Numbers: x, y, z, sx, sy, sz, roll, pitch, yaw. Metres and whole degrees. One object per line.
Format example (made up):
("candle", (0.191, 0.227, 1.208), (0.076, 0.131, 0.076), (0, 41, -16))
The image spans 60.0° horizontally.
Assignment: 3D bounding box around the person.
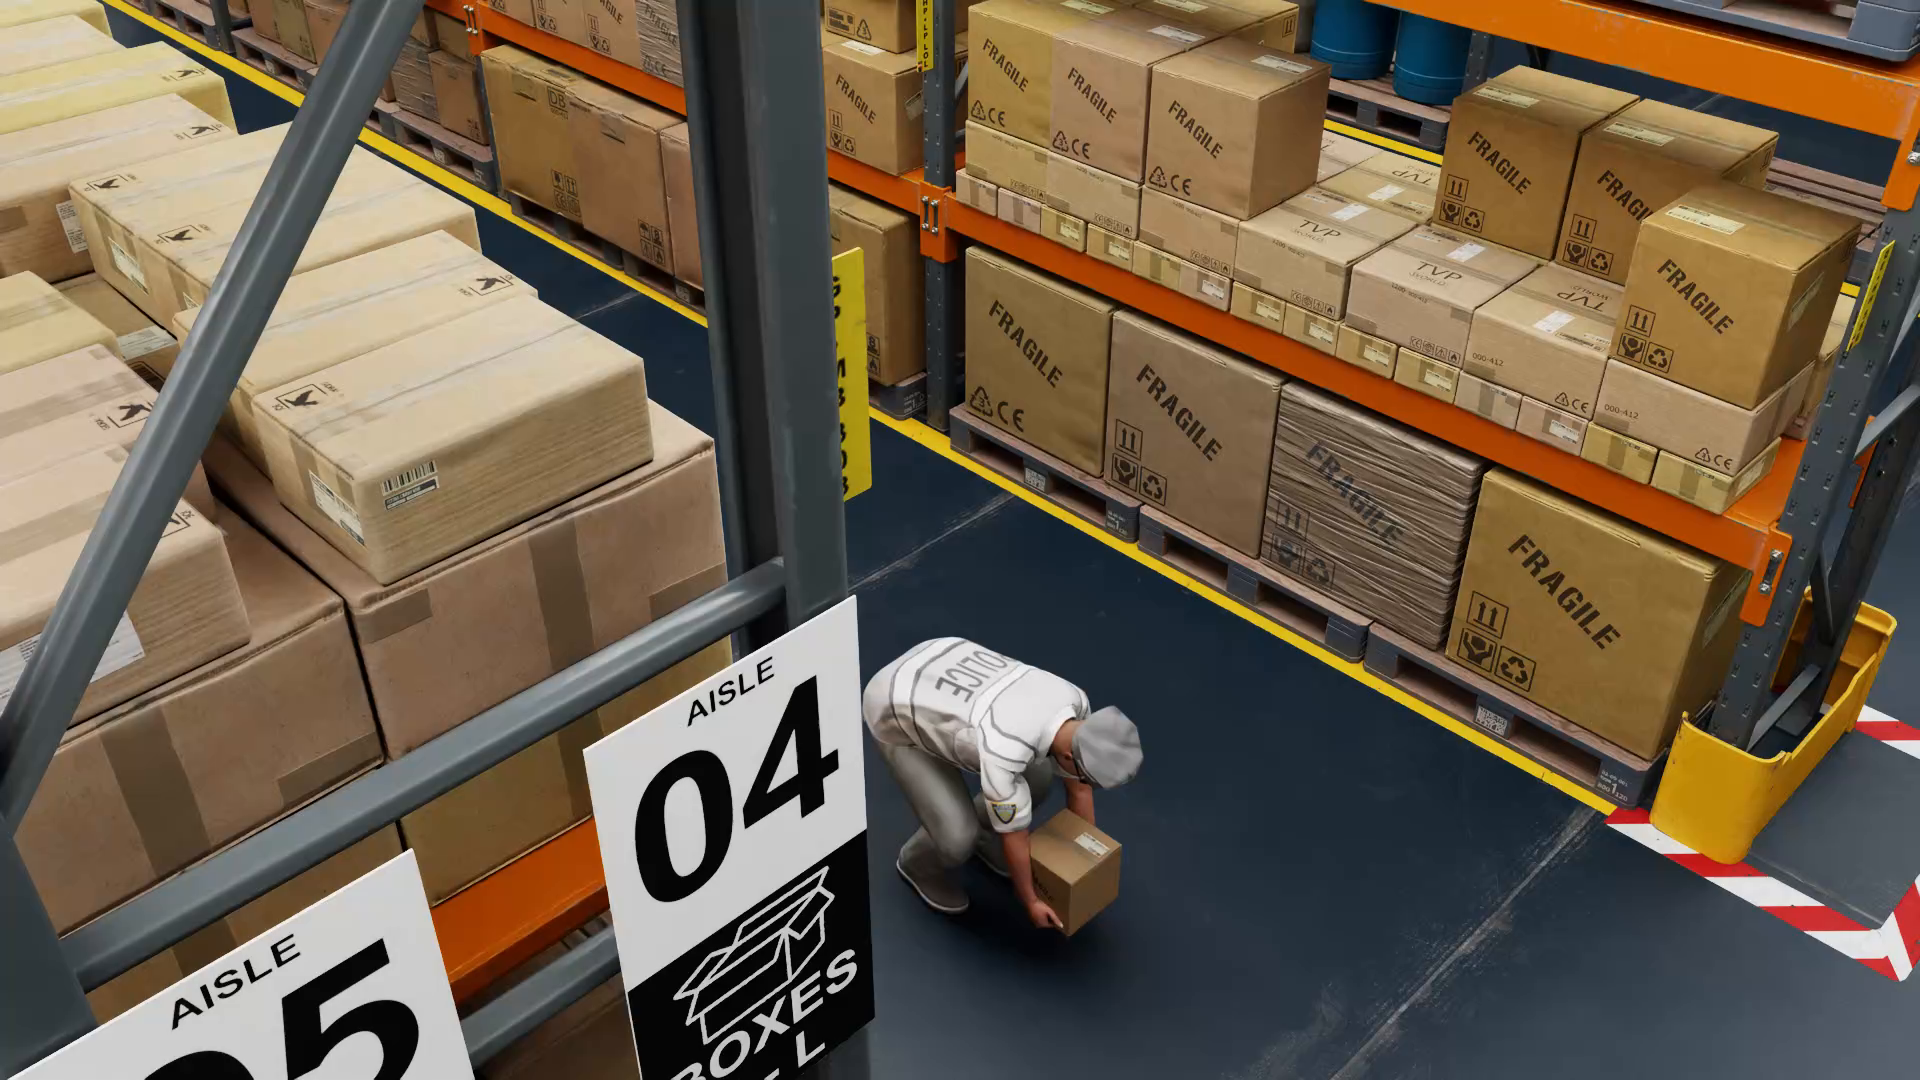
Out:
("person", (0.132, 0.832, 5.587), (1.026, 1.035, 0.528), (28, 44, 33))
